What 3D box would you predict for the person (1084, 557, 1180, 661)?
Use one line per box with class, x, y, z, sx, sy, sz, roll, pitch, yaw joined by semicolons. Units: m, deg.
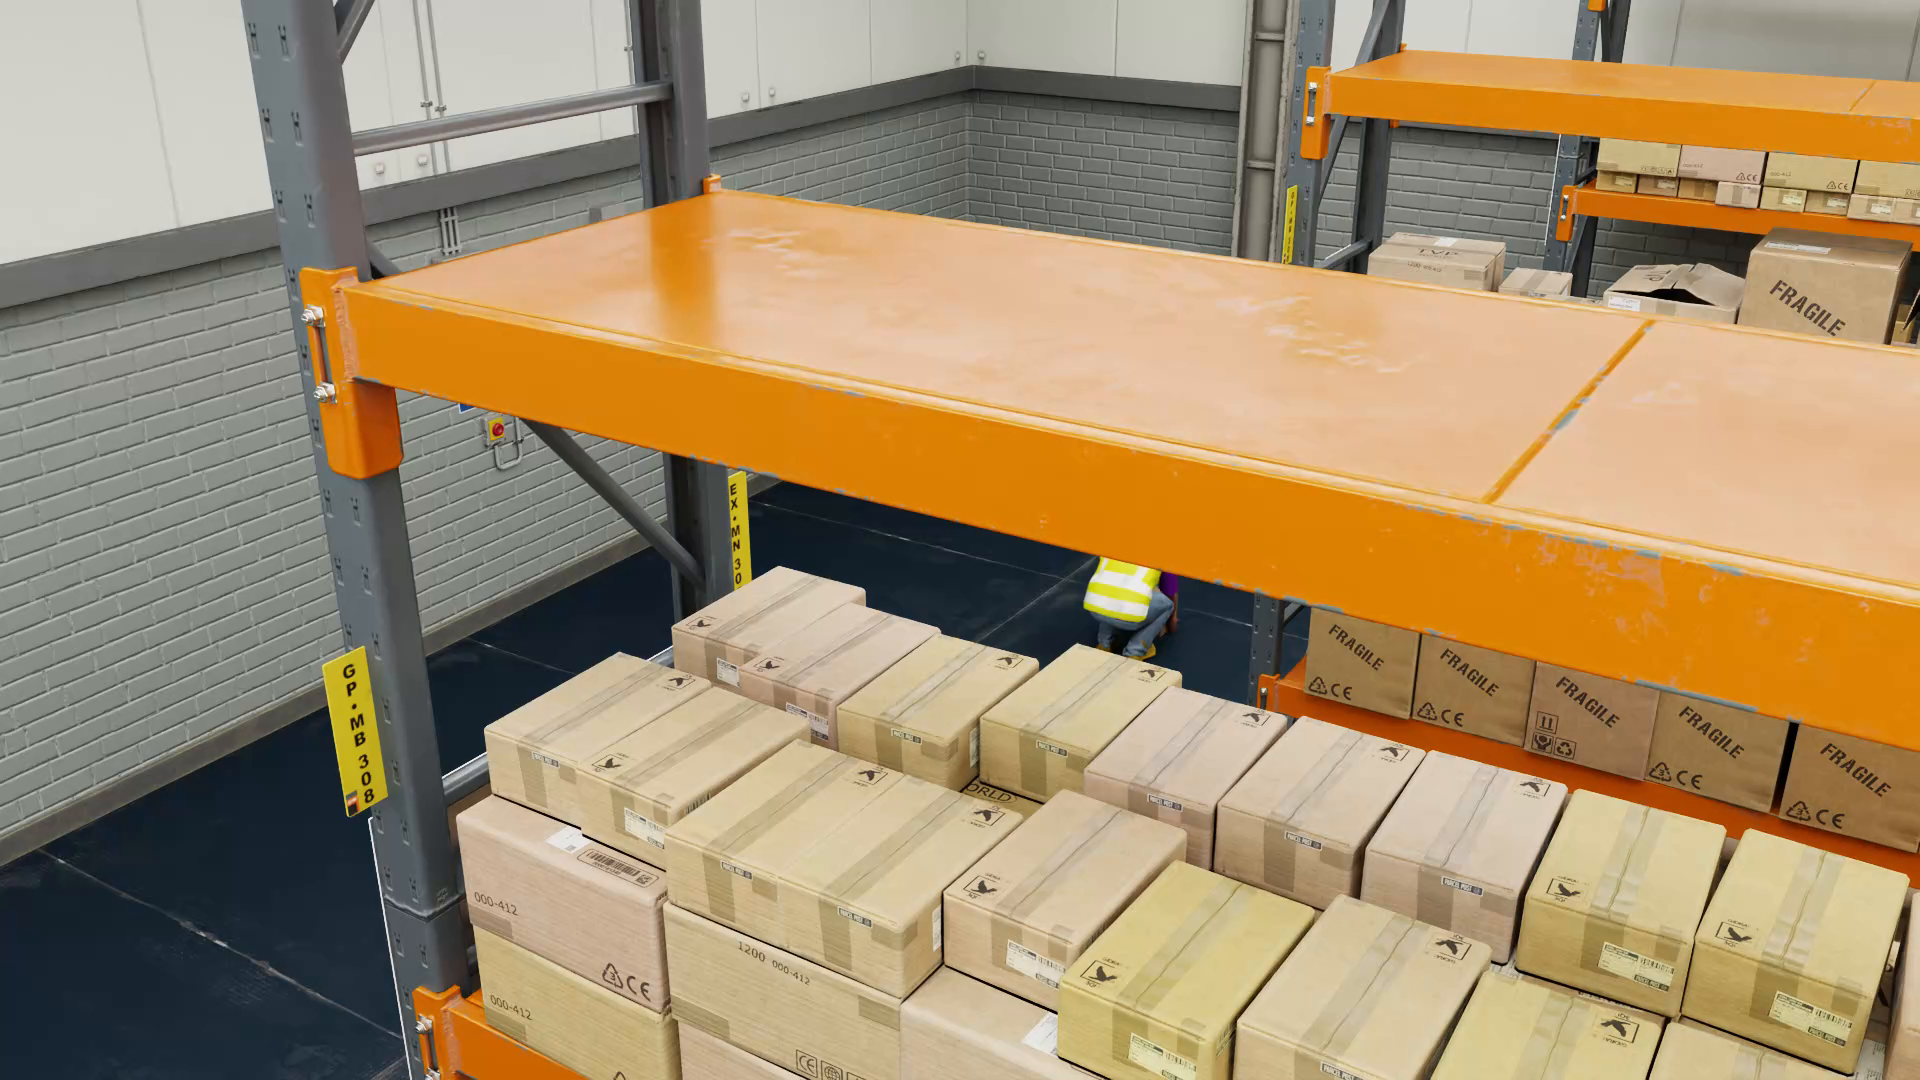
person;1.134;0.361;11.028;0.549;0.886;0.925;13;26;29
